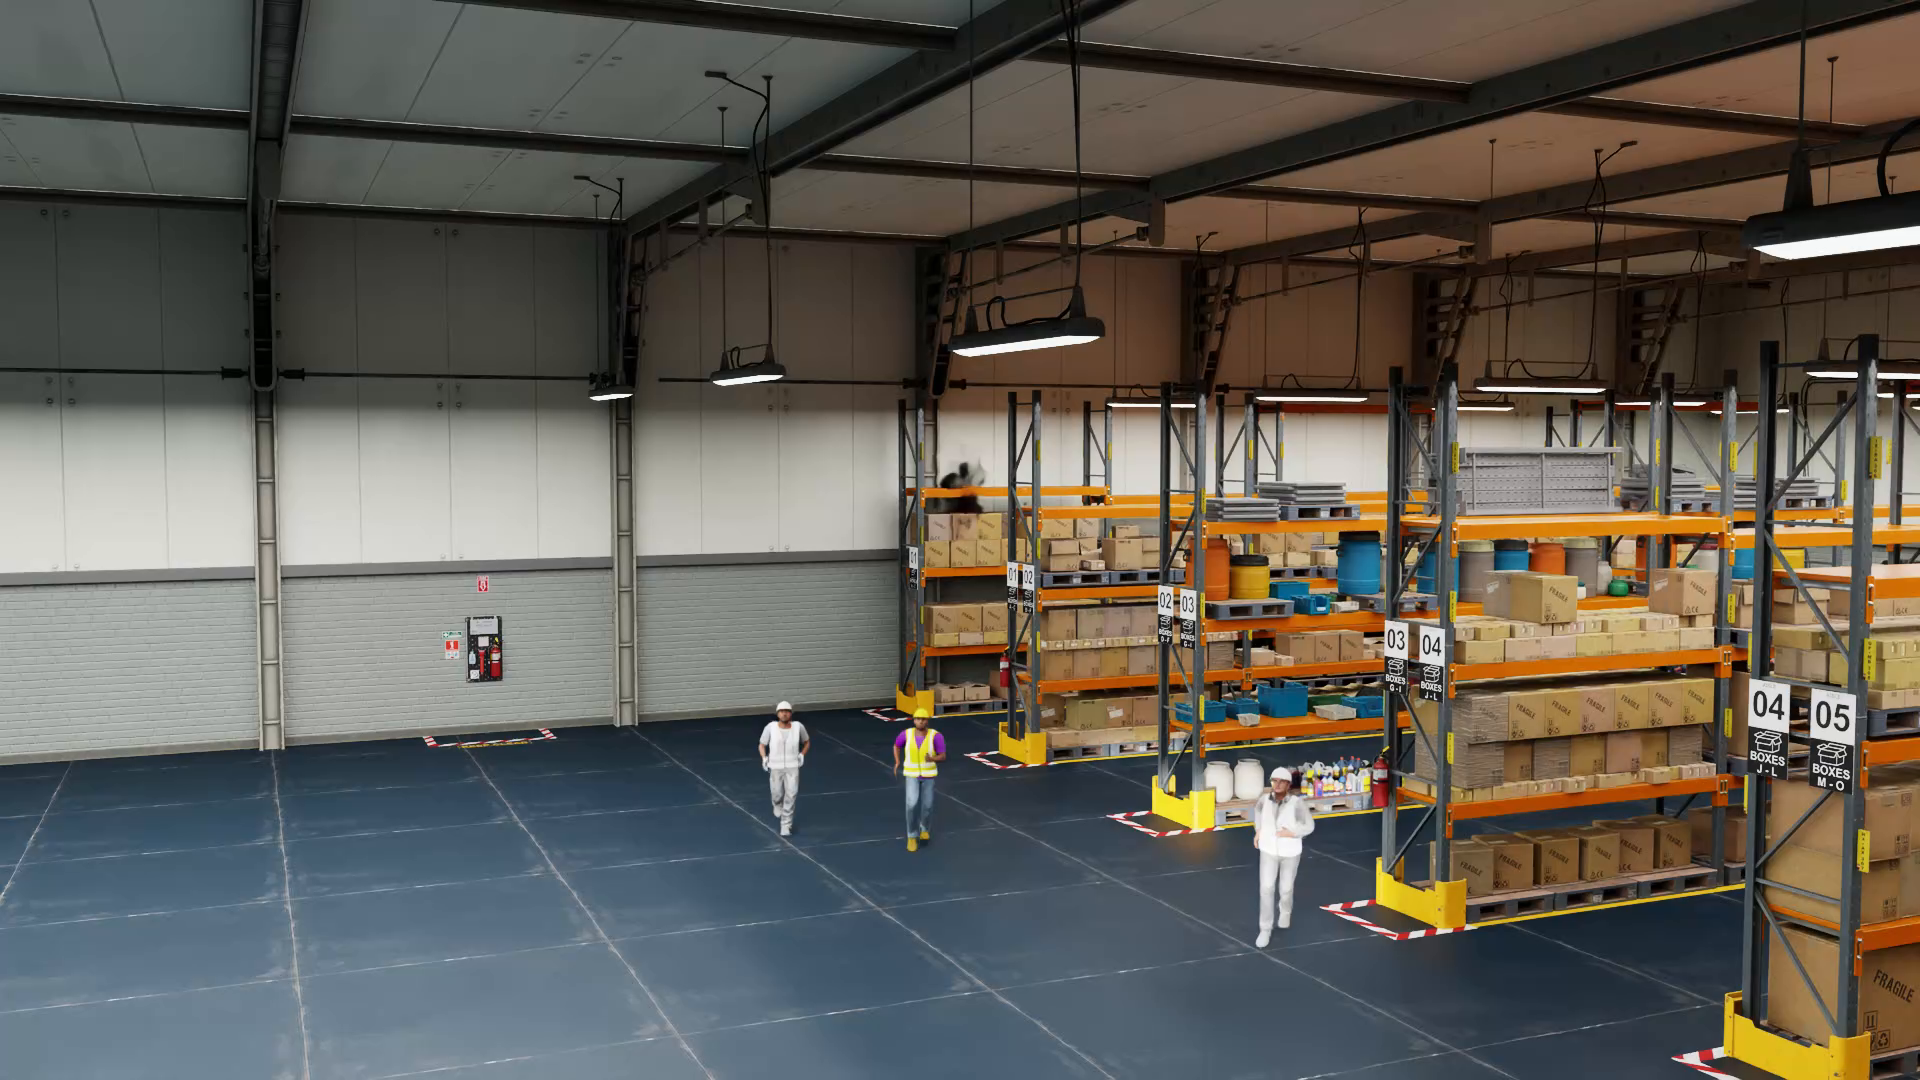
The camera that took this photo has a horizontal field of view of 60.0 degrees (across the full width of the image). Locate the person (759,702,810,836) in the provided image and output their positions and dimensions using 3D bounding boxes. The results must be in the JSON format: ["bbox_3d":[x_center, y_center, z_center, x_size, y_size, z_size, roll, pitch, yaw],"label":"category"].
[{"bbox_3d":[-2.320,3.006,22.059,0.683,1.743,0.689,0,3,-8],"label":"person"}]

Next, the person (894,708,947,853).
[{"bbox_3d":[-0.507,3.045,21.177,0.669,1.823,0.751,0,3,-3],"label":"person"}]

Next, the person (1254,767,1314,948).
[{"bbox_3d":[3.359,3.253,17.289,0.648,1.807,0.856,1,4,19],"label":"person"}]
